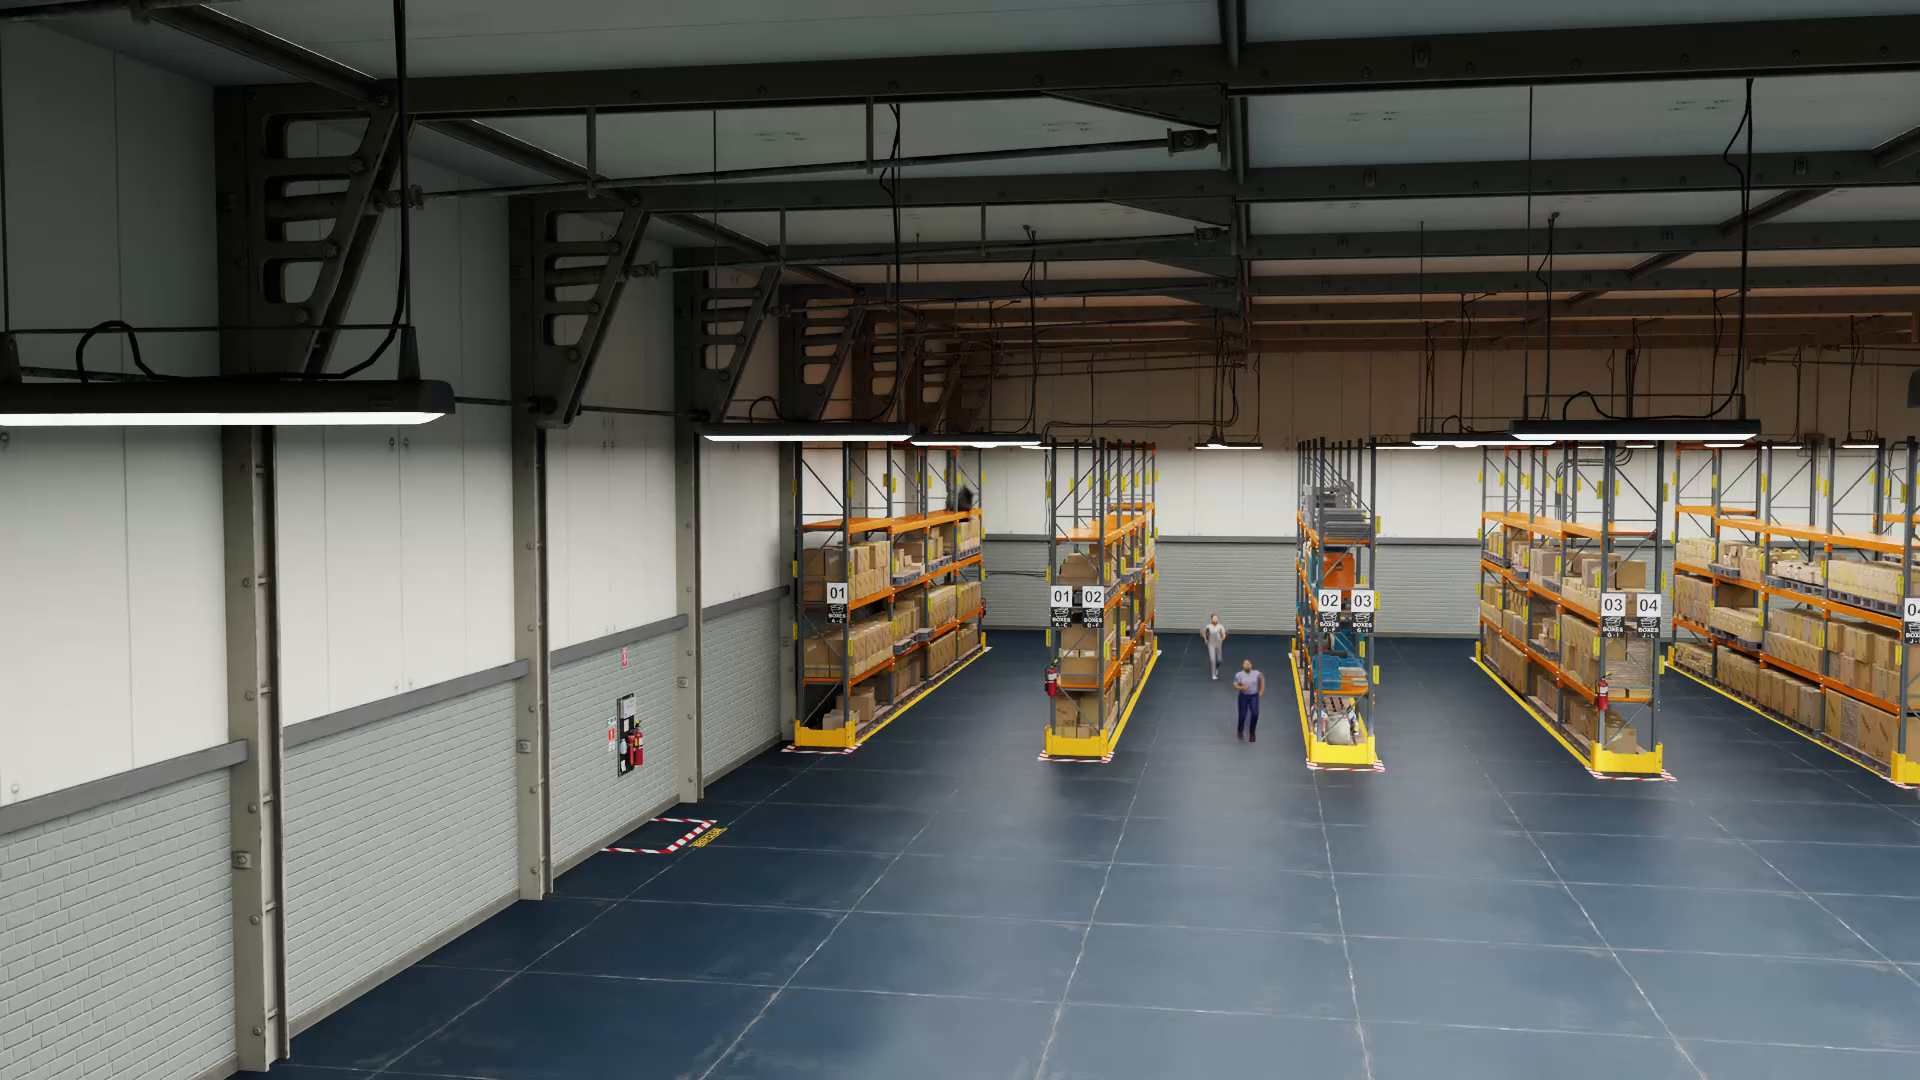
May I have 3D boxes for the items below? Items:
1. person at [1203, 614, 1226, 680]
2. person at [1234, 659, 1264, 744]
[{"bbox_3d":[6.417,2.684,41.978,0.573,1.632,0.779,0,3,3],"label":"person"},{"bbox_3d":[5.702,3.168,32.844,0.609,1.664,0.854,0,3,6],"label":"person"}]
